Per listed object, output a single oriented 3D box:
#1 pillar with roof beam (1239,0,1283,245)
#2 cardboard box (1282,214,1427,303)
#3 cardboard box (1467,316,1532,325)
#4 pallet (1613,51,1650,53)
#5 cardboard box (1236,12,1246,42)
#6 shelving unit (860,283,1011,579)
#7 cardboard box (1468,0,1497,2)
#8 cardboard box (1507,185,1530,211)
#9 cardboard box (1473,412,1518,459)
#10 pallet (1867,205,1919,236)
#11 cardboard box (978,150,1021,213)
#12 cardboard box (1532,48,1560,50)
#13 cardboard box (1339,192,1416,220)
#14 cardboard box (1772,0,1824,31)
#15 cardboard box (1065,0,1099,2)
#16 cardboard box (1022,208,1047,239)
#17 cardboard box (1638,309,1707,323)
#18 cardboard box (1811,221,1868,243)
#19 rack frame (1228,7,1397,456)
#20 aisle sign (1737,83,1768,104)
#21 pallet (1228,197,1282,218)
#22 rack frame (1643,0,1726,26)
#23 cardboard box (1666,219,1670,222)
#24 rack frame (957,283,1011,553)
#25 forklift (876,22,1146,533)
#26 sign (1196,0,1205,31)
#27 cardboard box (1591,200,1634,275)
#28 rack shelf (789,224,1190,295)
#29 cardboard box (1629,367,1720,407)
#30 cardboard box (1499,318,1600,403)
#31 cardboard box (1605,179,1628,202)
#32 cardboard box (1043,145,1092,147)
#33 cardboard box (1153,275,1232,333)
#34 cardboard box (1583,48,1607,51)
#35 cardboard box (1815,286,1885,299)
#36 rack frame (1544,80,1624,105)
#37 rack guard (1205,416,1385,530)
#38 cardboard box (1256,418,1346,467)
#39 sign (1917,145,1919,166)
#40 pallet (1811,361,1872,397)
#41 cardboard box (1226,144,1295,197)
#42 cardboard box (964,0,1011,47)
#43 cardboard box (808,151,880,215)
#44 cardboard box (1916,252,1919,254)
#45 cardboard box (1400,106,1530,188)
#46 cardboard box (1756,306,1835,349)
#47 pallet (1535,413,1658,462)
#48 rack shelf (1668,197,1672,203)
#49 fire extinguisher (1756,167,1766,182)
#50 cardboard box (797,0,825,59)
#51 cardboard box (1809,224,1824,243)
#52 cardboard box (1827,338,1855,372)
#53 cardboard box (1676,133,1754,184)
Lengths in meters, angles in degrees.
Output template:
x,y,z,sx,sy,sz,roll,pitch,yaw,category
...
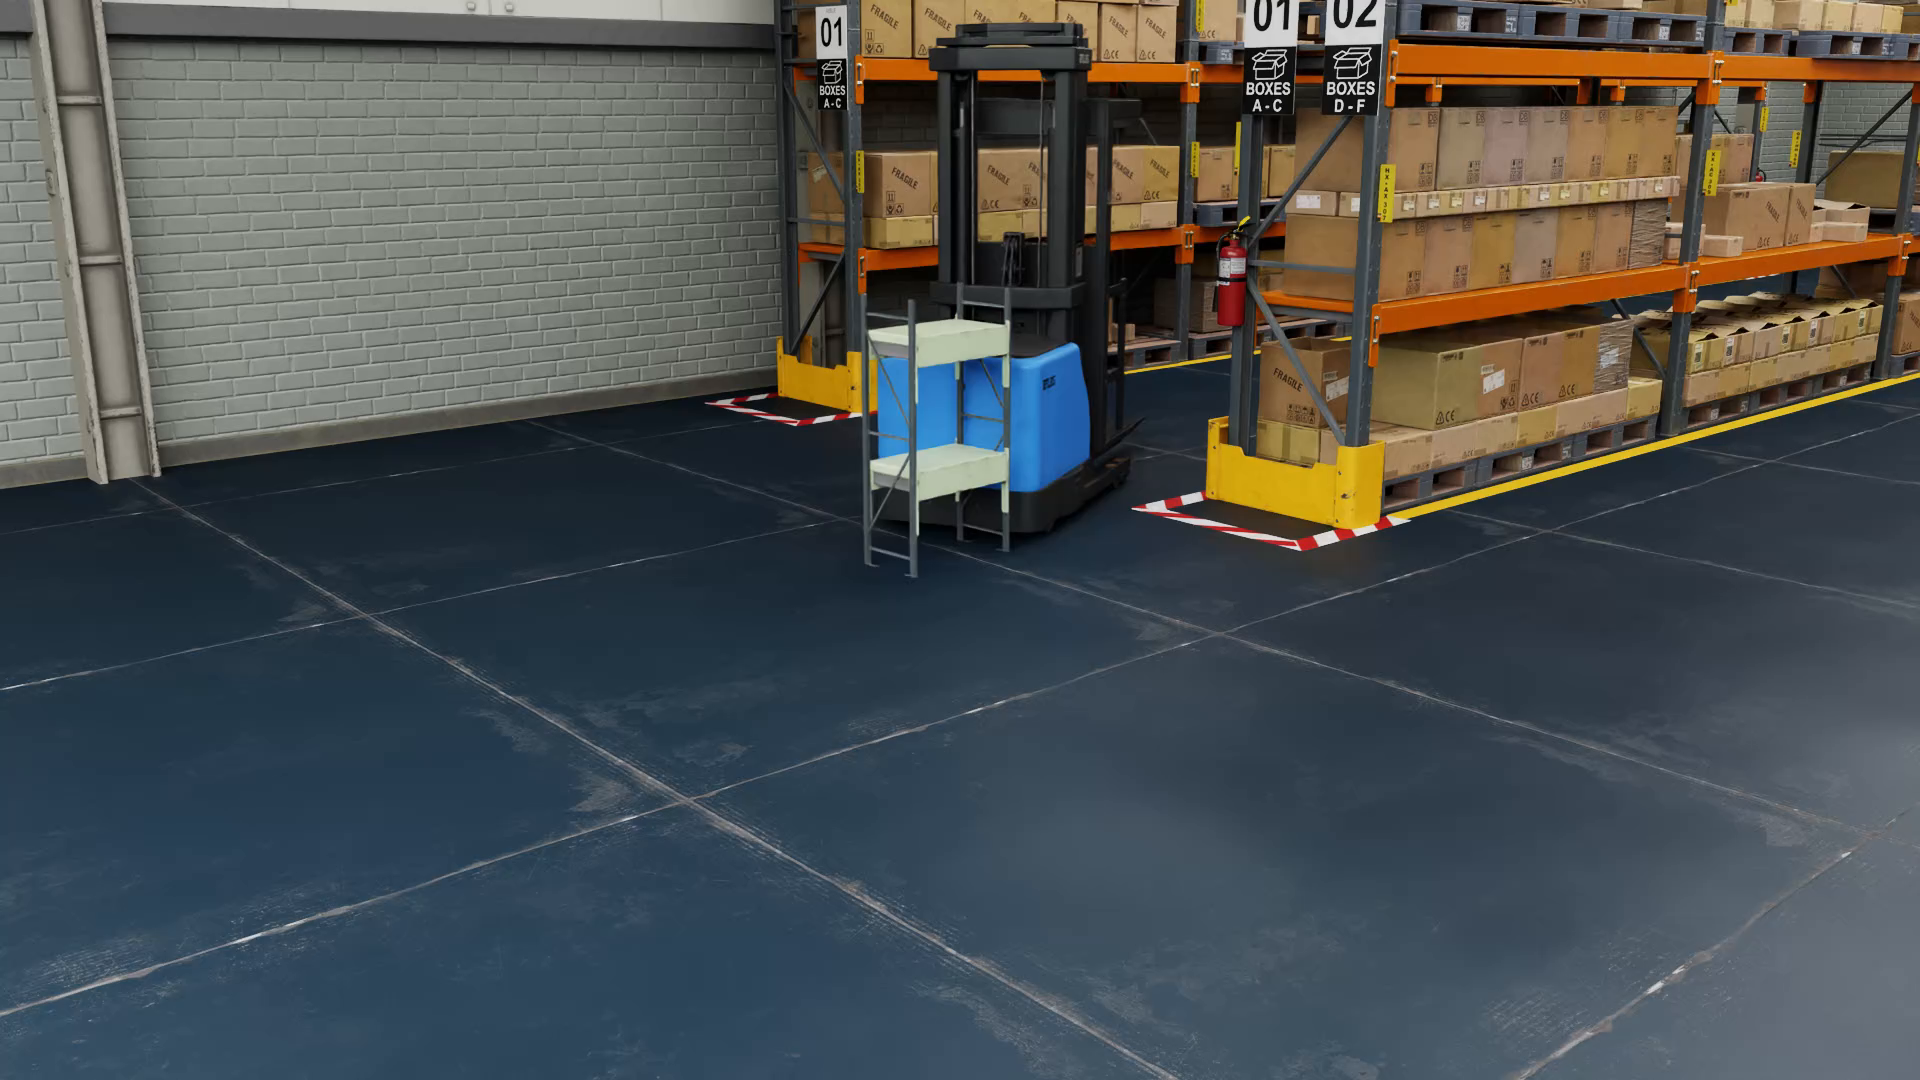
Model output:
x,y,z,sx,sy,sz,roll,pitch,yaw,category
6.158,-5.980,14.698,0.400,9.000,9.100,-13,19,-39,pillar with roof beam
2.461,-1.777,10.396,0.500,0.500,0.700,-13,19,-39,cardboard box
3.808,-1.379,12.163,0.500,0.500,0.500,-13,19,-39,cardboard box
8.522,-6.192,21.476,1.213,0.211,1.003,-13,19,-39,pallet
2.793,-5.084,16.516,0.500,0.311,0.500,-12,19,-38,cardboard box
-0.125,-0.620,9.163,0.431,1.500,0.755,14,20,42,shelving unit
3.104,-3.415,10.313,0.250,0.149,0.380,-13,19,-39,cardboard box
3.508,-2.257,10.936,0.250,0.149,0.380,-13,20,-40,cardboard box
3.403,-0.744,11.238,0.500,0.250,0.500,-13,19,-39,cardboard box
8.601,-3.043,15.702,1.003,0.211,1.213,-13,19,-39,pallet
0.177,-3.106,14.363,0.500,0.500,0.500,-13,20,-41,cardboard box
6.785,-6.124,20.006,0.500,0.500,0.700,-13,20,-40,cardboard box
2.538,-2.038,10.118,0.250,0.149,0.380,-13,20,-40,cardboard box
6.600,-4.221,13.405,0.500,0.250,0.500,14,20,42,cardboard box
0.870,-4.961,14.526,0.500,0.500,0.500,-14,20,-41,cardboard box
0.576,-2.835,14.803,0.500,0.250,0.500,-12,19,-39,cardboard box
6.002,-1.773,14.003,0.500,0.311,0.500,-13,20,-40,cardboard box
7.638,-2.680,14.457,0.250,0.149,0.380,-13,19,-39,cardboard box
2.100,-1.652,10.122,0.127,3.000,1.000,-13,19,-39,rack frame
11.167,-6.536,23.369,0.004,0.787,0.394,-13,19,-39,aisle sign
3.414,-3.535,17.544,1.213,0.211,1.003,-13,19,-39,pallet
5.118,-5.228,11.885,0.127,3.000,1.000,-13,19,-39,rack frame
9.654,-4.385,23.128,0.250,0.149,0.380,-12,19,-39,cardboard box
0.131,-0.687,9.416,0.400,1.500,0.023,14,20,42,rack frame
0.509,-1.792,10.780,1.130,2.935,3.031,6,16,21,forklift
2.225,-4.888,15.423,0.005,0.325,0.100,-13,19,-39,sign
4.394,-2.211,12.021,0.500,0.500,0.700,-13,20,-40,cardboard box
0.355,-2.607,15.092,4.000,0.370,1.077,-13,19,-39,rack shelf
5.585,-1.224,13.035,0.500,0.250,0.500,-13,20,-41,cardboard box
4.152,-1.277,11.781,0.500,0.500,0.500,-13,19,-39,cardboard box
4.472,-2.473,11.743,0.250,0.149,0.380,-13,20,-39,cardboard box
0.979,-3.467,15.716,0.500,0.500,0.500,-13,20,-40,cardboard box
2.408,-2.426,17.012,0.500,0.500,0.700,-12,19,-38,cardboard box
8.261,-6.438,21.511,0.500,0.250,0.500,-12,19,-39,cardboard box
8.687,-2.216,16.226,0.500,0.500,0.500,-12,19,-37,cardboard box
7.898,-4.649,21.341,0.127,3.000,1.000,-13,19,-39,rack frame
2.082,-0.440,10.430,0.348,0.500,1.175,-13,19,-39,rack guard
2.311,-0.675,10.979,0.500,0.250,0.500,-13,19,-39,cardboard box
8.502,-3.459,14.644,0.005,0.325,0.100,-13,19,-39,sign
7.489,-1.528,15.062,1.213,0.211,1.003,-13,19,-39,pallet
3.172,-3.845,17.285,0.500,0.500,0.700,-10,18,-32,cardboard box
0.080,-4.304,14.005,0.500,0.500,0.500,-12,19,-37,cardboard box
-0.938,-3.037,14.104,0.500,0.500,0.500,-13,20,-40,cardboard box
9.874,-2.848,17.138,0.500,0.250,0.500,-13,19,-39,cardboard box
3.274,-2.588,10.920,0.500,0.500,0.700,-13,19,-39,cardboard box
7.132,-1.842,14.260,0.500,0.311,0.500,-13,20,-40,cardboard box
4.491,-0.856,12.545,1.213,0.211,1.003,-13,19,-39,pallet
9.407,-4.640,22.702,4.000,0.370,1.077,-13,19,-39,rack shelf
11.333,-5.044,23.695,0.183,0.674,0.296,-13,19,-39,fire extinguisher
-1.006,-4.243,13.777,0.500,0.500,0.500,-11,18,-35,cardboard box
7.210,-2.659,14.379,0.250,0.149,0.380,-11,18,-35,cardboard box
7.512,-1.657,14.656,0.500,0.250,0.500,-13,20,-40,cardboard box
10.538,-5.383,23.508,0.700,0.700,0.980,-12,19,-37,cardboard box
